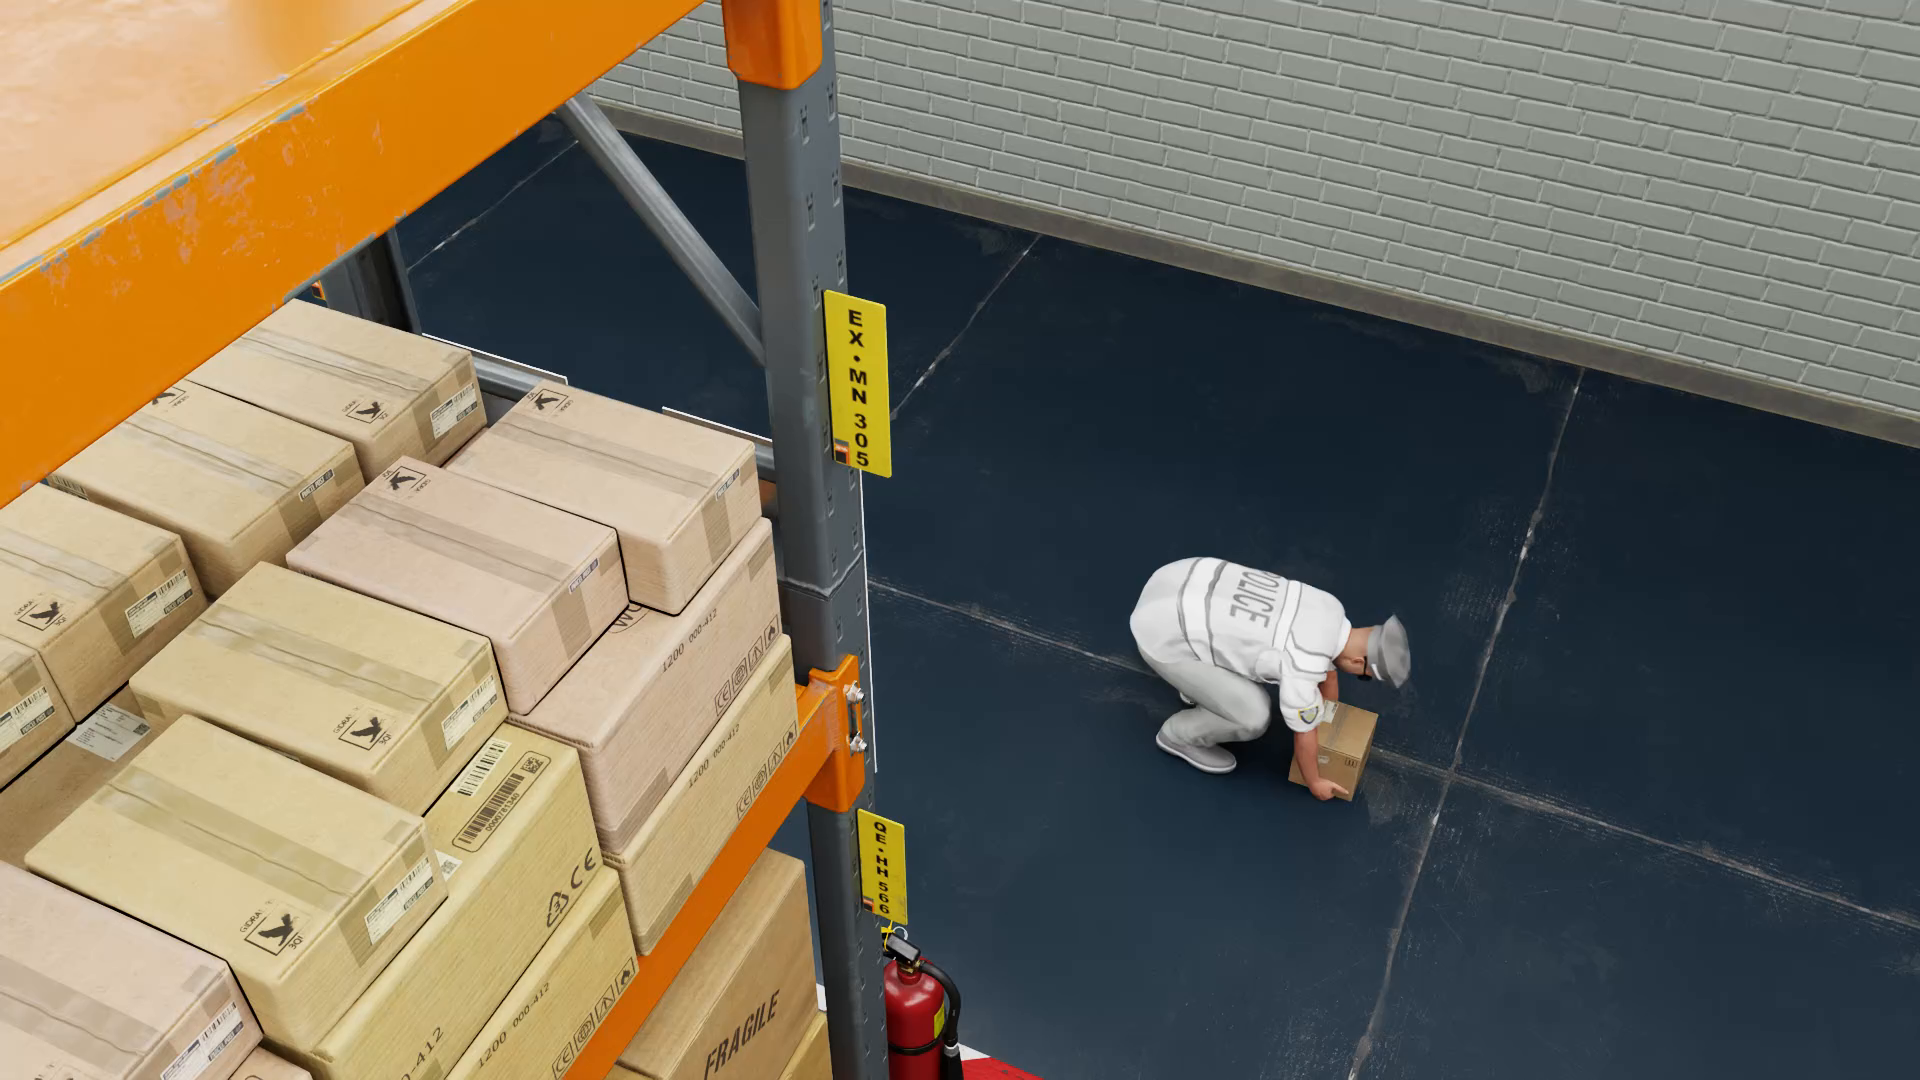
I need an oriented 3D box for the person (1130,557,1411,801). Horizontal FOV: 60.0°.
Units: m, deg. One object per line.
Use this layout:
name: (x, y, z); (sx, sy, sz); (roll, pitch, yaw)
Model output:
person: (1.154, 0.507, 6.302); (1.031, 0.840, 0.533); (16, 44, 17)
